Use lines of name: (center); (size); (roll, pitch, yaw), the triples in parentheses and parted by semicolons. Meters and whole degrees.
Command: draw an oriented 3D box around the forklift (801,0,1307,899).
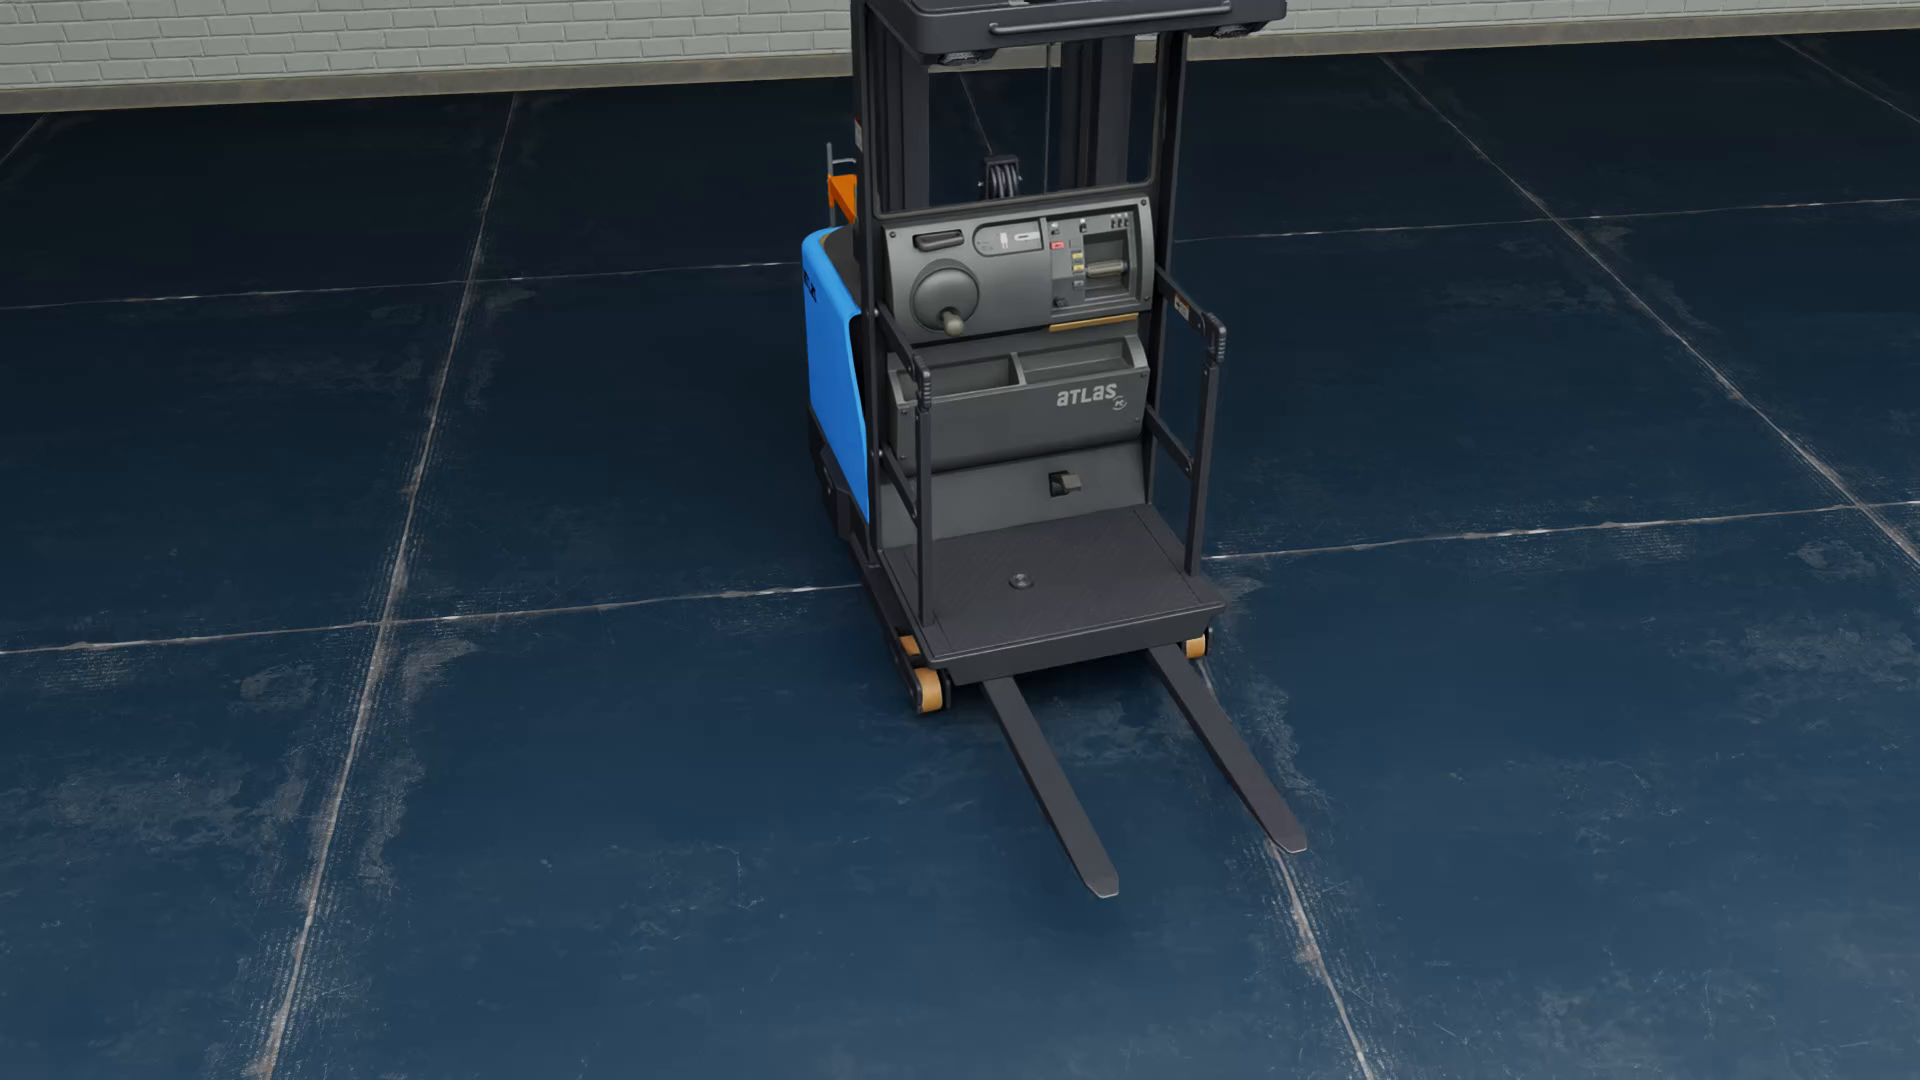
forklift: (0.275, -0.856, 5.403); (1.130, 2.935, 3.031); (-10, 36, -14)

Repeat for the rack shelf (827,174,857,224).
rack shelf: (-0.384, -1.412, 7.053); (0.258, 0.148, 0.480); (-10, 35, -14)

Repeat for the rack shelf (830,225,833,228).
rack shelf: (-0.383, -1.215, 7.184); (0.258, 0.148, 0.480); (-10, 35, -14)

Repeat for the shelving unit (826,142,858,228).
shelving unit: (-0.383, -1.085, 7.270); (0.258, 1.200, 0.503); (-10, 35, -14)

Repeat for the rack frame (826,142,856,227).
rack frame: (-0.454, -1.213, 7.465); (0.240, 1.200, 0.015); (-10, 35, -14)

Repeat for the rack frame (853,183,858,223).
rack frame: (-0.312, -0.956, 7.075); (0.240, 1.200, 0.015); (-10, 35, -14)
